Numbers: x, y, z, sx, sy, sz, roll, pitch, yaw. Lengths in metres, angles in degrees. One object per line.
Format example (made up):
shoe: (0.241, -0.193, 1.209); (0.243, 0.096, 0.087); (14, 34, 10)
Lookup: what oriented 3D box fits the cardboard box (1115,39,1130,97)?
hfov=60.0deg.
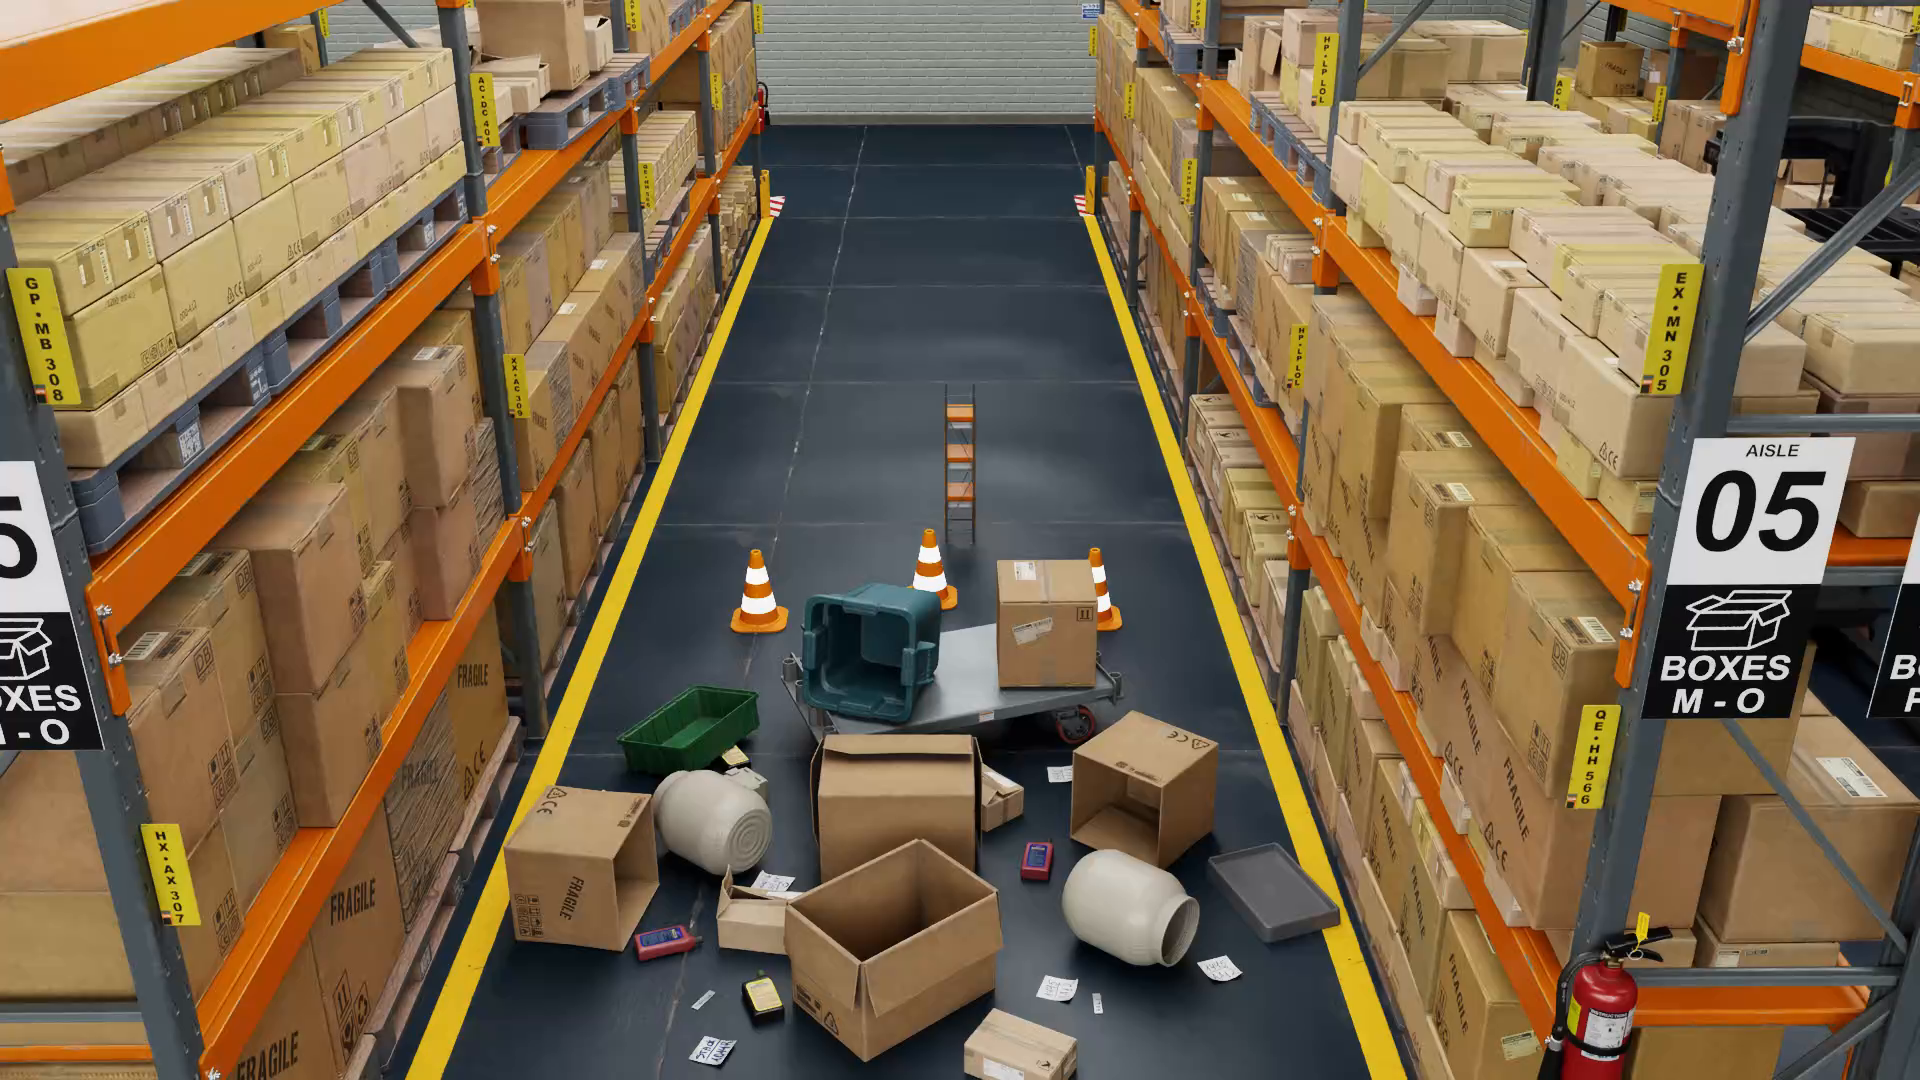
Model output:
cardboard box: (1.849, -4.790, 16.865); (0.500, 0.500, 0.500); (0, 24, 0)

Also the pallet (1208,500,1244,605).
pallet: (2.204, 0.066, 10.848); (1.003, 0.211, 1.213); (0, 24, -1)

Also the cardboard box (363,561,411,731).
cardboard box: (-2.680, 0.435, 6.466); (0.875, 0.550, 0.500); (0, 24, -1)

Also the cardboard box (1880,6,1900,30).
cardboard box: (6.922, -3.784, 12.035); (0.380, 0.149, 0.250); (-1, 24, -2)

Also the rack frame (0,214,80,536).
rack frame: (-2.675, -1.401, 3.428); (1.000, 3.000, 0.127); (0, 24, -1)

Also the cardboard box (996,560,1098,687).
cardboard box: (0.450, 0.434, 8.764); (0.500, 0.500, 0.500); (0, 24, -1)

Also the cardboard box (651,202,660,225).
cardboard box: (-2.576, -2.559, 13.064); (0.380, 0.149, 0.250); (1, 24, 2)

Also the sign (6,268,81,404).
sign: (-2.120, -0.469, 3.850); (0.100, 0.325, 0.005); (0, 24, -1)

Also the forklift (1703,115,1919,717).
forklift: (4.789, -0.814, 9.493); (1.130, 2.935, 3.031); (-1, 24, -1)

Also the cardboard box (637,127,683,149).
cardboard box: (-2.599, -3.471, 14.357); (0.380, 0.149, 0.250); (0, 24, -1)

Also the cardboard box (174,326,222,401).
cardboard box: (-2.364, -0.508, 4.767); (0.380, 0.149, 0.250); (0, 24, 0)

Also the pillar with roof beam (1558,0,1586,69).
pillar with roof beam: (3.630, -9.178, 20.622); (9.100, 9.000, 0.400); (0, 24, -1)

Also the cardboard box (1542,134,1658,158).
cardboard box: (2.579, -1.545, 6.724); (0.380, 0.149, 0.250); (0, 24, 1)

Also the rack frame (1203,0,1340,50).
rack frame: (2.186, -4.762, 10.858); (1.000, 3.000, 0.127); (0, 24, -1)

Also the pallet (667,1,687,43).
pallet: (-2.891, -4.212, 13.510); (1.213, 0.211, 1.003); (0, 24, -1)

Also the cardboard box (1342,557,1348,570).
cardboard box: (2.001, 0.079, 7.740); (0.380, 0.149, 0.250); (0, 24, -1)

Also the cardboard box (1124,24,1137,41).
cardboard box: (1.870, -5.126, 16.821); (0.380, 0.149, 0.250); (-1, 24, -2)

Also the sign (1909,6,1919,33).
sign: (6.607, -3.653, 11.419); (0.100, 0.325, 0.005); (0, 24, -1)

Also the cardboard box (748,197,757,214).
cardboard box: (-2.531, -3.832, 19.032); (0.380, 0.149, 0.250); (0, 24, 1)

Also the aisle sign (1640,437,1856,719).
aisle sign: (1.984, 0.111, 4.211); (0.394, 0.787, 0.004); (0, 24, -1)

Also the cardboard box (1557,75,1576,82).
cardboard box: (6.804, -5.020, 18.530); (0.500, 0.250, 0.500); (0, 24, 0)

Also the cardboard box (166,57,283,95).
cardboard box: (-3.051, -1.912, 6.903); (0.380, 0.149, 0.250); (0, 24, -1)

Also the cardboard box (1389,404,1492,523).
cardboard box: (2.077, -0.202, 6.362); (0.700, 0.500, 0.500); (0, 24, -1)

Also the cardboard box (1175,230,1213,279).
cardboard box: (1.921, -2.167, 12.584); (0.500, 0.250, 0.500); (-1, 24, -2)

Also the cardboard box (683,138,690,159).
cardboard box: (-2.600, -3.451, 14.675); (0.380, 0.149, 0.250); (1, 24, 2)

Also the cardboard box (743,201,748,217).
cardboard box: (-2.532, -3.645, 18.259); (0.380, 0.149, 0.250); (0, 24, 0)

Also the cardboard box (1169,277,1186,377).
cardboard box: (2.256, -1.904, 13.889); (0.875, 0.875, 0.875); (0, 24, 0)

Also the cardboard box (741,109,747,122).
cardboard box: (-2.554, -4.702, 18.312); (0.380, 0.149, 0.250); (0, 24, 1)

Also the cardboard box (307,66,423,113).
cardboard box: (-2.391, -1.812, 6.682); (0.380, 0.149, 0.250); (0, 24, -1)

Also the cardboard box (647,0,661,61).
cardboard box: (-2.515, -3.819, 12.293); (0.500, 0.500, 0.500); (0, 24, -1)

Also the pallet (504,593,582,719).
pallet: (-2.802, 0.637, 9.586); (1.003, 0.211, 1.213); (0, 24, -1)

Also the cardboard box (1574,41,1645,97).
cardboard box: (6.815, -4.951, 17.468); (0.500, 0.500, 0.500); (0, 24, 1)

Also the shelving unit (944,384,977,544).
shelving unit: (-0.001, -0.500, 11.082); (0.215, 1.050, 0.252); (0, 24, -1)

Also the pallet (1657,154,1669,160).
pallet: (7.006, -3.283, 15.102); (1.003, 0.211, 1.213); (0, 24, -1)

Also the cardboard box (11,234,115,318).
cardboard box: (-2.360, -0.659, 4.134); (0.380, 0.149, 0.250); (0, 24, 0)

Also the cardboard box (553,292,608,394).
cardboard box: (-2.470, -1.203, 10.148); (0.500, 0.500, 0.500); (0, 24, 0)

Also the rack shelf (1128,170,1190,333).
rack shelf: (2.165, -2.525, 14.065); (1.077, 0.370, 4.000); (0, 24, -1)

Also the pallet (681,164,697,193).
pallet: (-2.943, -3.210, 14.939); (1.003, 0.211, 1.213); (0, 24, -1)

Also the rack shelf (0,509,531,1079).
rack shelf: (-2.697, 0.836, 6.635); (1.077, 0.370, 4.000); (0, 24, -1)

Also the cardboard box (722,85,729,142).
cardboard box: (-2.572, -4.203, 16.420); (0.500, 0.500, 0.500); (0, 24, -1)

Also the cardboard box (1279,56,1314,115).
cardboard box: (2.074, -2.528, 9.233); (0.500, 0.250, 0.500); (0, 24, 0)

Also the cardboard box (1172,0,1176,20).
cardboard box: (1.821, -4.091, 12.669); (0.396, 0.266, 0.258); (-1, 24, -2)

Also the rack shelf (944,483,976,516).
rack shelf: (-0.001, -0.238, 11.201); (0.215, 0.259, 0.240); (0, 24, -1)

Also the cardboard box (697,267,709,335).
cardboard box: (-2.541, -2.150, 14.887); (0.500, 0.500, 0.500); (-1, 24, -2)

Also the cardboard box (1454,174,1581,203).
cardboard box: (2.007, -1.224, 6.014); (0.380, 0.149, 0.250); (0, 24, 0)

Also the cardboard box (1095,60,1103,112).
cardboard box: (1.817, -5.171, 18.923); (0.500, 0.500, 0.500); (0, 24, -1)

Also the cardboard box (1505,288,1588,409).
cardboard box: (2.008, -0.583, 5.079); (0.500, 0.250, 0.500); (-1, 24, -1)

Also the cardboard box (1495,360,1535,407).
cardboard box: (1.999, -0.549, 5.489); (0.380, 0.149, 0.250); (0, 24, -1)

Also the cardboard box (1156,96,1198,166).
cardboard box: (1.908, -3.366, 13.717); (0.500, 0.500, 0.500); (-1, 24, -1)

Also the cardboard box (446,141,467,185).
cardboard box: (-2.395, -1.657, 7.307); (0.380, 0.149, 0.250); (0, 24, -1)

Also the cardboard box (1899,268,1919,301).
cardboard box: (6.910, -1.800, 11.771); (0.500, 0.250, 0.500); (0, 24, 0)

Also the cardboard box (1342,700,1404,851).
cardboard box: (1.988, 1.018, 7.276); (0.500, 0.500, 0.500); (1, 24, 2)

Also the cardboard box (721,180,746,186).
cardboard box: (-2.576, -3.890, 18.440); (0.380, 0.149, 0.250); (-1, 24, -3)

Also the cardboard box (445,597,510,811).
cardboard box: (-2.782, 0.720, 8.087); (0.875, 0.875, 0.875); (0, 24, 0)

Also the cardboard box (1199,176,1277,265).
cardboard box: (1.960, -2.214, 11.514); (0.500, 0.500, 0.500); (-1, 24, -2)

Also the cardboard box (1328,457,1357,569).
cardboard box: (1.985, -0.172, 7.508); (0.500, 0.500, 0.500); (0, 24, -1)
